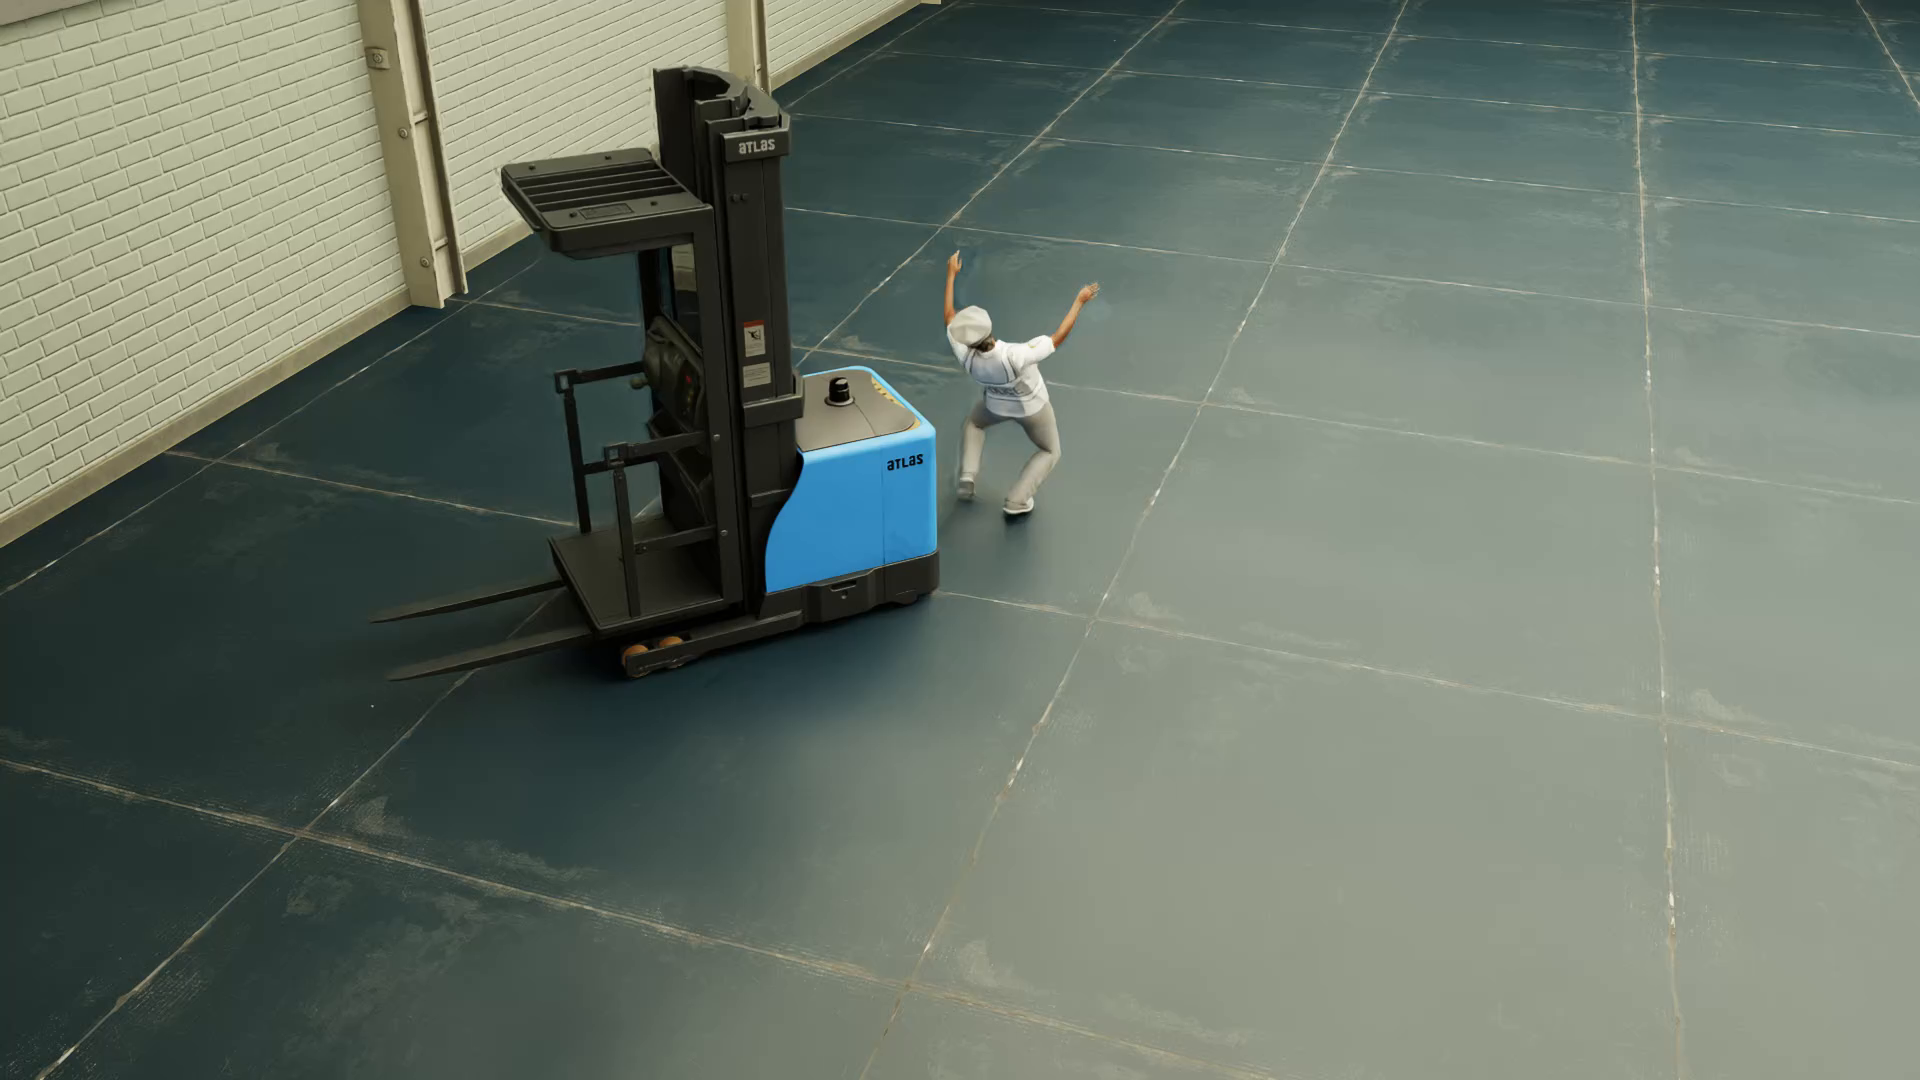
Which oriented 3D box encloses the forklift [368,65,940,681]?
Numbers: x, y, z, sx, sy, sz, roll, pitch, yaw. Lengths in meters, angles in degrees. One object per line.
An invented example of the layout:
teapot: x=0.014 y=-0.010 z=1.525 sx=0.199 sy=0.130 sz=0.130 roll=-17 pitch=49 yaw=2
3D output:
forklift: x=-1.672 y=-0.845 z=8.620 sx=3.031 sy=2.935 sz=1.130 roll=-13 pitch=32 yaw=-22

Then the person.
person: x=0.290 y=-0.866 z=10.013 sx=0.911 sy=1.583 sz=0.727 roll=11 pitch=32 yaw=19
